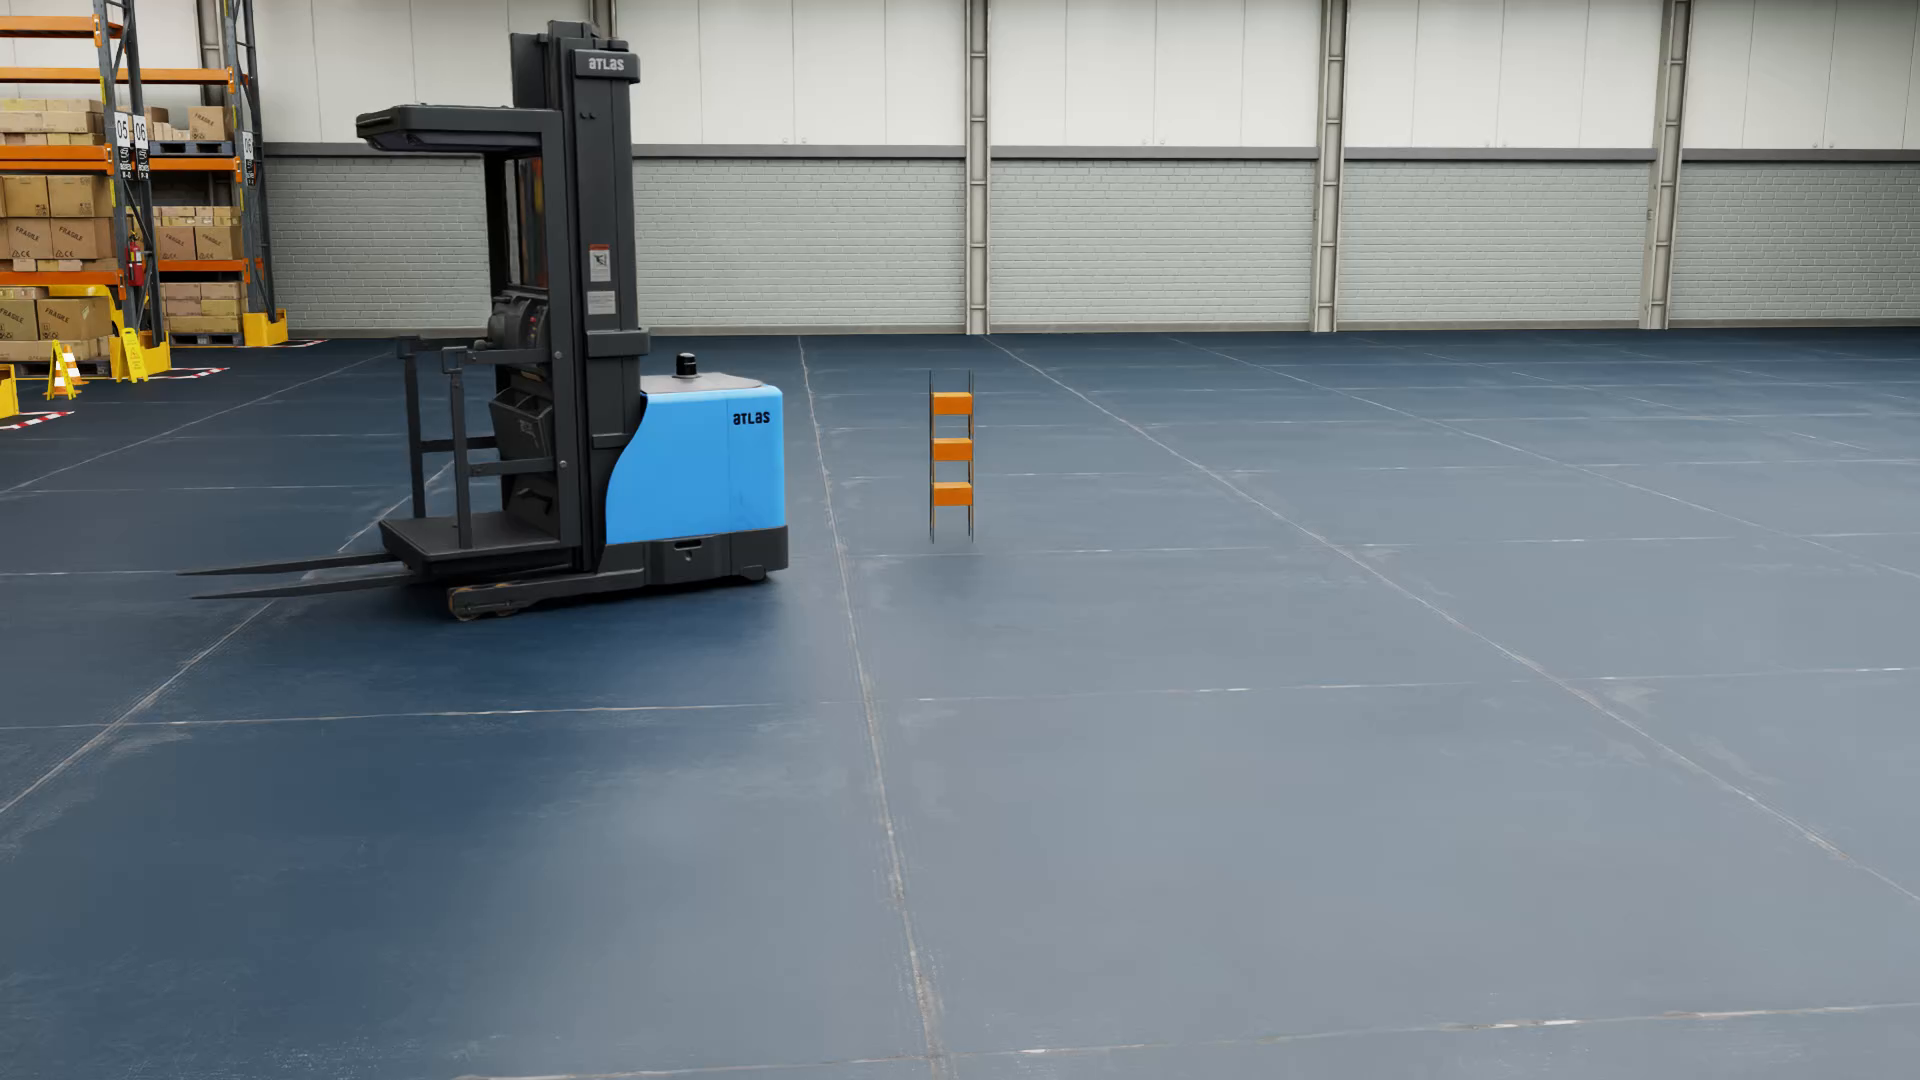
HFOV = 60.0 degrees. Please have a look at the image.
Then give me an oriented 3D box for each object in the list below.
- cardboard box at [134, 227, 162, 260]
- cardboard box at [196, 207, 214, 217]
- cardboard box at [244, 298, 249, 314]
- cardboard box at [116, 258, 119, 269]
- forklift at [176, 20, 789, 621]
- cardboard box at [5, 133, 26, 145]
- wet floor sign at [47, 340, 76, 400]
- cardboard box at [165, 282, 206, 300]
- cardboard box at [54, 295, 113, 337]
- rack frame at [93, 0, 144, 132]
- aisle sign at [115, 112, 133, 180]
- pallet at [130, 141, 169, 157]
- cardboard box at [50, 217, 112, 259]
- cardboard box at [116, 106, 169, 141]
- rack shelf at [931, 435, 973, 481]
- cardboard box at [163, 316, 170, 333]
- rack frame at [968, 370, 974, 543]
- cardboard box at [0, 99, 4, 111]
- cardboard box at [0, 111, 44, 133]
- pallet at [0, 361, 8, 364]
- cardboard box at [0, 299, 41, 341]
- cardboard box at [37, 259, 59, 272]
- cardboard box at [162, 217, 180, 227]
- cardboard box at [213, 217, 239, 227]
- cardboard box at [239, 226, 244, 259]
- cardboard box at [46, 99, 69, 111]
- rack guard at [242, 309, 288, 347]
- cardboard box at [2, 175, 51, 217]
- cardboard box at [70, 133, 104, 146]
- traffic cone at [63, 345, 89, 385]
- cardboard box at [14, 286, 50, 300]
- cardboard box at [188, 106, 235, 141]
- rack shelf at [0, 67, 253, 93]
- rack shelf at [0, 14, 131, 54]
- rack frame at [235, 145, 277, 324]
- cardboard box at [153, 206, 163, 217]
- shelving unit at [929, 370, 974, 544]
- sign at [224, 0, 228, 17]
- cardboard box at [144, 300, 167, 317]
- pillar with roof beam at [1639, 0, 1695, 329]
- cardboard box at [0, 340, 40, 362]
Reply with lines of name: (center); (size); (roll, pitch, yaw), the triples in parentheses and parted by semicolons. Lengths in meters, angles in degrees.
cardboard box: (-12.339, -4.509, 25.270); (0.500, 0.500, 0.500); (-1, 11, -7)
cardboard box: (-11.427, -4.995, 25.287); (0.250, 0.149, 0.380); (-1, 11, -6)
cardboard box: (-11.341, -3.673, 26.018); (0.500, 0.250, 0.500); (-1, 11, -5)
cardboard box: (-10.672, -3.498, 21.037); (0.250, 0.149, 0.380); (-1, 11, -6)
forklift: (-2.484, -1.151, 8.623); (3.031, 2.935, 1.130); (-6, 13, -30)
cardboard box: (-11.407, -4.873, 20.256); (0.250, 0.149, 0.380); (-1, 11, -6)
wet floor sign: (-9.862, -1.867, 18.190); (0.232, 0.644, 0.267); (-3, 12, -16)
cardboard box: (-11.783, -3.807, 25.404); (0.500, 0.250, 0.500); (-1, 11, -5)
cardboard box: (-11.167, -2.849, 21.180); (0.500, 0.500, 0.500); (-2, 11, -8)
rack frame: (-10.312, -6.532, 20.268); (0.127, 3.000, 1.000); (-1, 11, -6)
aisle sign: (-10.219, -4.810, 20.320); (0.004, 0.787, 0.394); (-1, 11, -6)
pallet: (-12.773, -5.933, 25.225); (1.213, 0.211, 1.003); (-1, 11, -6)
cardboard box: (-10.822, -3.720, 20.482); (0.500, 0.500, 0.500); (-1, 11, -7)
cardboard box: (-12.294, -6.258, 25.044); (0.500, 0.500, 0.700); (-1, 11, -6)
rack shelf: (-0.053, -0.504, 10.263); (0.240, 0.259, 0.215); (-1, 11, -6)
cardboard box: (-12.278, -3.310, 25.467); (0.500, 0.250, 0.500); (-1, 11, -5)
rack frame: (0.068, -0.517, 10.274); (0.008, 1.050, 0.200); (-1, 11, -6)
cardboard box: (-11.630, -5.259, 20.151); (0.250, 0.149, 0.380); (-1, 11, -6)
cardboard box: (-11.293, -5.063, 20.187); (0.500, 0.250, 0.500); (-1, 11, -7)
pallet: (-12.409, -2.184, 20.930); (1.213, 0.211, 1.003); (-1, 11, -6)
cardboard box: (-11.599, -2.735, 20.601); (0.500, 0.500, 0.500); (-1, 11, -4)
cardboard box: (-11.158, -3.389, 20.481); (0.250, 0.149, 0.380); (-1, 11, -7)
cardboard box: (-11.929, -4.839, 25.267); (0.250, 0.149, 0.380); (-1, 11, -6)
cardboard box: (-11.166, -4.847, 25.306); (0.250, 0.149, 0.380); (-1, 11, -5)
cardboard box: (-11.374, -4.633, 25.897); (0.500, 0.500, 0.500); (-1, 11, -4)
cardboard box: (-10.877, -5.267, 20.191); (0.250, 0.149, 0.380); (-1, 11, -5)
rack guard: (-10.828, -3.315, 25.932); (0.348, 0.500, 1.175); (-1, 11, -6)
cardboard box: (-11.300, -4.213, 20.399); (0.500, 0.500, 0.700); (-1, 11, -6)
cardboard box: (-10.636, -4.876, 20.271); (0.250, 0.149, 0.380); (-1, 11, -6)
traffic cone: (-10.600, -2.088, 19.788); (0.334, 0.463, 0.336); (-1, 11, -6)
cardboard box: (-11.438, -3.045, 20.493); (0.250, 0.149, 0.380); (-1, 11, -4)
cardboard box: (-11.265, -6.261, 25.055); (0.500, 0.500, 0.500); (-1, 11, -4)
rack shelf: (-12.840, -6.893, 25.006); (4.000, 0.370, 1.077); (-1, 11, -6)
rack shelf: (-12.300, -6.136, 20.126); (4.000, 0.370, 1.077); (-1, 11, -6)
rack frame: (-10.852, -4.541, 25.688); (0.127, 3.000, 1.000); (-1, 11, -6)
cardboard box: (-12.187, -4.967, 25.144); (0.250, 0.149, 0.380); (-1, 11, -5)
shelving unit: (-0.053, -0.514, 10.261); (0.252, 1.050, 0.215); (-1, 11, -6)
sign: (-10.807, -7.877, 24.481); (0.005, 0.325, 0.100); (-1, 11, -6)
cardboard box: (-12.313, -3.550, 25.391); (0.500, 0.250, 0.500); (-1, 11, -7)
pillar with roof beam: (12.683, -7.317, 24.259); (0.400, 9.000, 9.100); (-1, 11, -6)
cardboard box: (-11.602, -2.368, 20.676); (0.500, 0.250, 0.500); (-1, 11, -6)
